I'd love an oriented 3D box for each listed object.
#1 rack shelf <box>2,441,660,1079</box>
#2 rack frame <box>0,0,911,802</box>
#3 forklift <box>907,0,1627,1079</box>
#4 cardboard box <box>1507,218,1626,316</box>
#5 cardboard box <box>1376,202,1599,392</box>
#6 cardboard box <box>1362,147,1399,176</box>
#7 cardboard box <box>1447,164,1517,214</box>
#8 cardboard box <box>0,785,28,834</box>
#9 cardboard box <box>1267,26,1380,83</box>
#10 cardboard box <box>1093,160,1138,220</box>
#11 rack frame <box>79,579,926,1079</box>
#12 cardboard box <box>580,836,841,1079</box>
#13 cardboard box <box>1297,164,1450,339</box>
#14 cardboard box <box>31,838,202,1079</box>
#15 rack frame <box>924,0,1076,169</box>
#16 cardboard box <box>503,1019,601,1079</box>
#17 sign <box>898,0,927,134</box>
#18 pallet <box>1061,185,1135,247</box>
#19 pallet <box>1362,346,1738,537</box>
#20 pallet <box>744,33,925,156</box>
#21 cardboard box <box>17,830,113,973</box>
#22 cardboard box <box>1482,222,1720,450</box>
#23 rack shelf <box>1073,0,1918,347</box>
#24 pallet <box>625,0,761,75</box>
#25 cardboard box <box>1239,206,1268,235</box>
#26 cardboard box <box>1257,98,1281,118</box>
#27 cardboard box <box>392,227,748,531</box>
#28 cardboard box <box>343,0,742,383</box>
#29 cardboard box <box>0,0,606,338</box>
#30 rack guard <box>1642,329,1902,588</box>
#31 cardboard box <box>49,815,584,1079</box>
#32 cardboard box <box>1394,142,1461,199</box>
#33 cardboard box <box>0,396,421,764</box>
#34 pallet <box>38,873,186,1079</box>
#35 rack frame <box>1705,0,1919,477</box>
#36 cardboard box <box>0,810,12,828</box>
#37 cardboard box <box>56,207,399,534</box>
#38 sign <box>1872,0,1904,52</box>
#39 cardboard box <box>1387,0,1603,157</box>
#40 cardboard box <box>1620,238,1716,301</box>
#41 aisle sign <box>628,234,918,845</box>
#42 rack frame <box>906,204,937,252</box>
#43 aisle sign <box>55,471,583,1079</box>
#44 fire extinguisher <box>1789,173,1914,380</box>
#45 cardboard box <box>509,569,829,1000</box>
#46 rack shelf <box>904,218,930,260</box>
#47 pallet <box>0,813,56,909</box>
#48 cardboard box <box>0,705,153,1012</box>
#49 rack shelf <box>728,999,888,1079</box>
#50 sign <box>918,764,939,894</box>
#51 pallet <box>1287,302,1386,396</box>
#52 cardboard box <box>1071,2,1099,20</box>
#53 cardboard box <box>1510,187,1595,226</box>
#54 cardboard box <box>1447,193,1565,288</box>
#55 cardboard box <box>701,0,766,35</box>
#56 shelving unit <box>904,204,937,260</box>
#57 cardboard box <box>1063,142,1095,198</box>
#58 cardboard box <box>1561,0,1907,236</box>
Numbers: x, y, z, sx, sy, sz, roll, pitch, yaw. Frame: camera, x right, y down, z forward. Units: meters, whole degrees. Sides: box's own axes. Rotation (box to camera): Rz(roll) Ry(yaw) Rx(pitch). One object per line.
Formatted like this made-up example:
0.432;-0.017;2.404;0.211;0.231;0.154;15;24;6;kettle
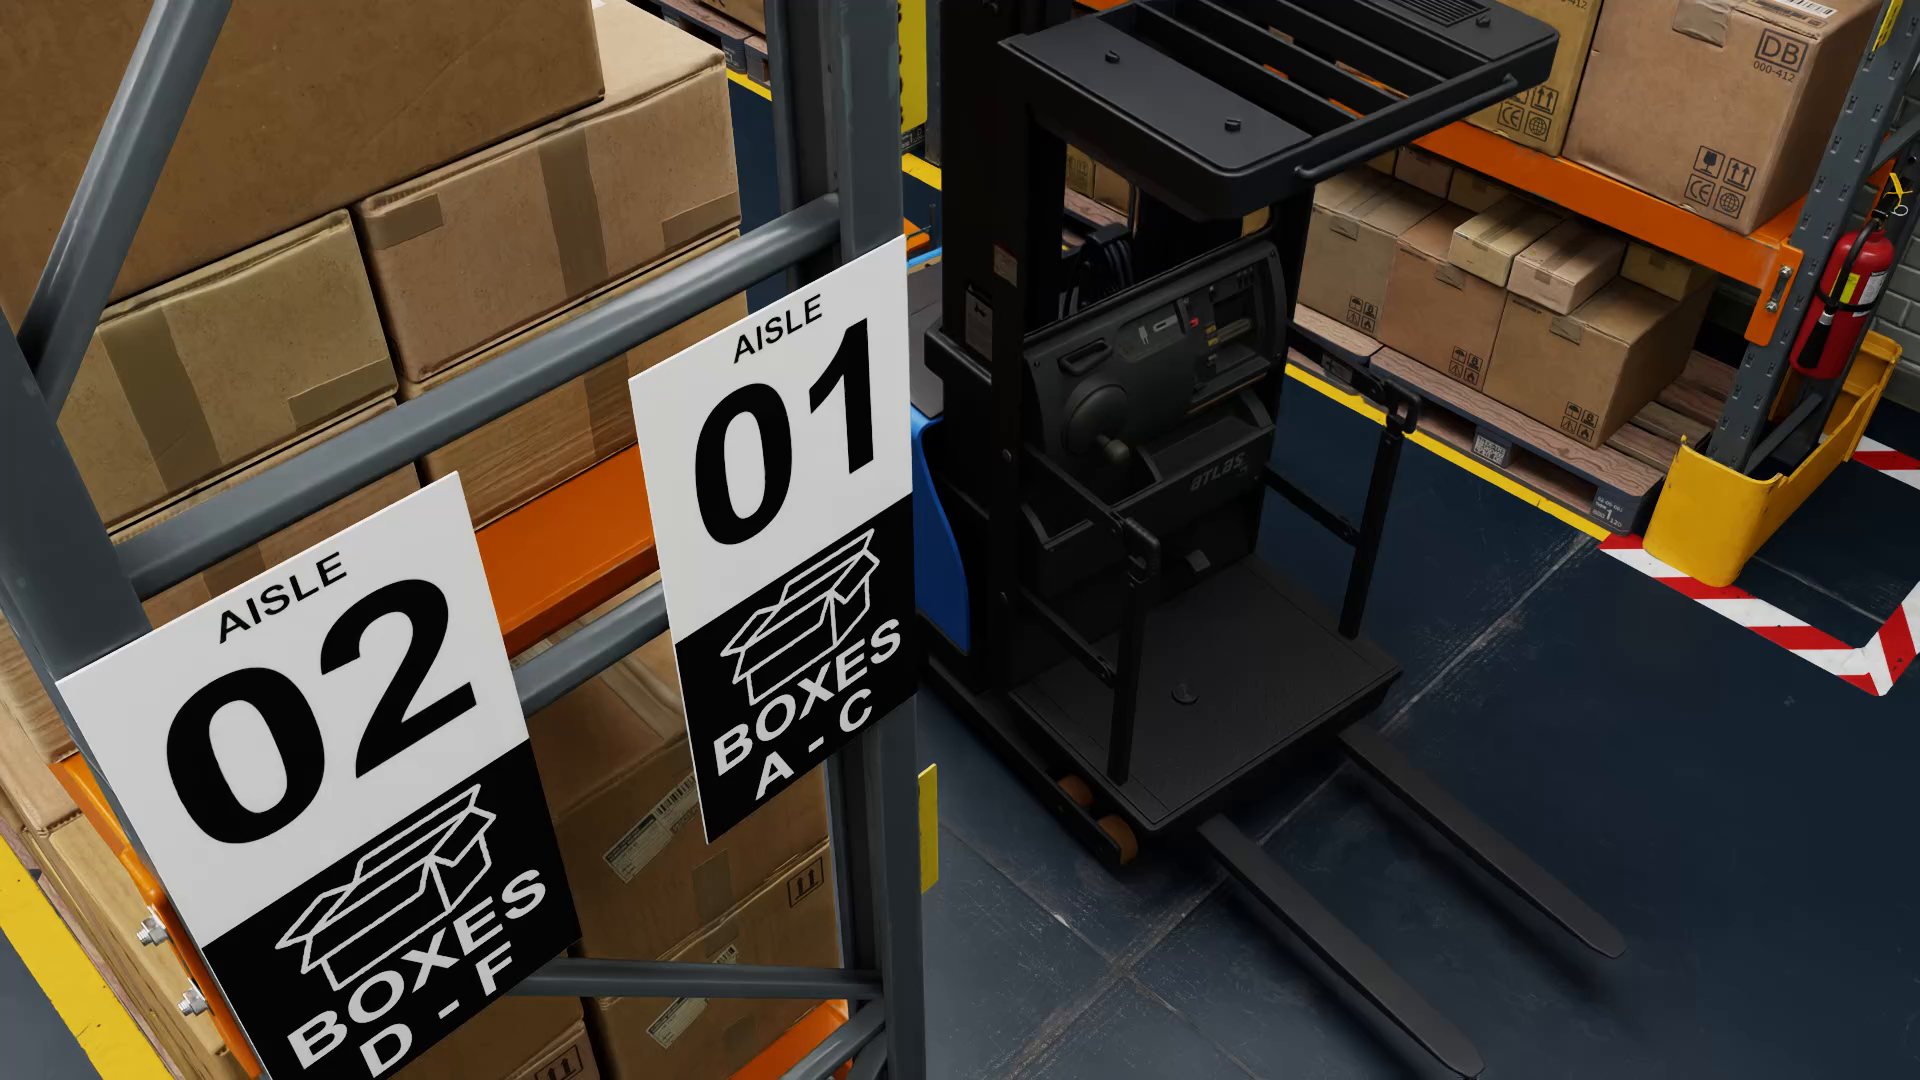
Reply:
-1.872;-0.706;3.124;1.077;0.370;4.000;-34;53;-31;rack shelf
-0.460;-1.111;0.822;1.000;3.000;0.127;-34;53;-31;rack frame
0.701;-0.447;4.574;1.130;2.935;3.031;-27;49;-26;forklift
2.260;-1.021;6.199;0.250;0.149;0.380;34;52;31;cardboard box
2.126;-1.049;6.707;0.500;0.500;0.700;34;53;31;cardboard box
1.813;-1.691;6.924;0.380;0.149;0.250;-34;52;-31;cardboard box
2.175;-1.446;6.659;0.380;0.149;0.250;-34;52;-31;cardboard box
-1.695;0.117;3.103;0.500;0.500;0.500;-33;52;-30;cardboard box
1.624;-2.349;6.361;0.700;0.700;0.980;32;51;30;cardboard box
1.028;-1.790;7.510;0.500;0.500;0.700;34;52;31;cardboard box
-0.460;1.092;2.858;1.000;3.000;0.127;-34;53;-31;rack frame
-0.586;0.716;3.191;0.500;0.500;0.500;-33;52;-30;cardboard box
1.771;-1.290;6.968;0.500;0.500;0.700;32;52;30;cardboard box
-1.337;0.723;3.183;0.500;0.500;0.500;-34;52;-31;cardboard box
0.220;-3.206;7.509;1.000;3.000;0.127;-34;53;-31;rack frame
-0.969;0.971;2.915;0.500;0.500;0.500;-32;52;-30;cardboard box
-0.076;-0.591;1.825;0.100;0.325;0.005;-34;53;-31;sign
0.702;-1.779;8.019;1.003;0.211;1.213;-34;53;-31;pallet
2.425;-0.606;6.751;1.003;0.211;1.213;-34;53;-31;pallet
-0.378;-2.516;8.817;1.003;0.211;1.213;-34;53;-31;pallet
-1.686;0.481;3.446;0.500;0.500;0.500;-34;52;-31;cardboard box
2.480;-0.808;6.447;0.700;0.500;0.500;-34;53;-31;cardboard box
1.633;-1.980;6.713;1.077;0.370;4.000;-34;53;-31;rack shelf
-1.244;-3.102;9.452;1.003;0.211;1.213;-34;53;-31;pallet
1.389;-1.543;7.242;0.700;0.500;0.500;-33;52;-30;cardboard box
1.157;-1.769;7.009;0.250;0.149;0.380;33;52;30;cardboard box
-0.642;-0.323;2.290;0.500;0.250;0.500;-34;53;-31;cardboard box
-0.638;-0.509;2.123;0.500;0.250;0.500;-34;53;-31;cardboard box
-0.834;-0.652;1.725;0.700;0.500;0.500;-34;53;-31;cardboard box
3.062;-0.354;6.265;1.175;0.500;0.348;-34;53;-31;rack guard
-0.969;0.606;2.573;0.500;0.500;0.500;34;52;31;cardboard box
1.995;-1.568;6.791;0.380;0.149;0.250;-33;52;-31;cardboard box
-1.009;-0.075;2.021;0.500;0.250;0.500;-34;53;-31;cardboard box
-1.934;1.111;4.892;1.003;0.211;1.213;-34;53;-31;pallet
3.045;-1.284;5.429;1.000;3.000;0.127;-34;53;-31;rack frame
-2.042;0.239;3.708;0.500;0.500;0.500;33;52;31;cardboard box
-1.003;-0.263;1.856;0.500;0.250;0.500;-34;53;-31;cardboard box
2.651;-1.543;4.681;0.100;0.325;0.005;-34;53;-31;sign
2.156;-1.978;5.960;0.700;0.700;0.980;34;52;31;cardboard box
2.710;-1.082;6.265;0.380;0.149;0.250;-34;52;-31;cardboard box
-0.204;0.030;2.092;0.394;0.787;0.004;-34;53;-31;aisle sign
-0.181;-0.666;6.086;0.240;1.200;0.015;-27;49;-26;rack frame
-0.628;0.317;1.781;0.394;0.787;0.004;-34;53;-31;aisle sign
2.825;-0.825;5.264;0.296;0.674;0.183;-34;53;-31;fire extinguisher
-0.586;0.349;2.852;0.500;0.500;0.500;-32;52;-30;cardboard box
-0.328;-1.086;5.962;0.258;0.148;0.480;-27;49;-26;rack shelf
-2.800;0.525;5.527;1.003;0.211;1.213;-34;53;-31;pallet
-1.326;0.364;2.836;0.500;0.500;0.500;-33;52;-30;cardboard box
-1.872;0.396;4.142;1.077;0.370;4.000;-34;53;-31;rack shelf
-0.076;0.514;2.845;0.100;0.325;0.005;-34;53;-31;sign
1.568;-1.192;7.385;1.003;0.211;1.213;-34;53;-31;pallet
0.714;-2.436;7.731;0.250;0.149;0.380;34;52;31;cardboard box
2.351;-1.325;6.528;0.380;0.149;0.250;-34;52;-31;cardboard box
2.079;-1.143;6.332;0.380;0.149;0.250;-33;52;-30;cardboard box
-0.961;-3.246;8.827;0.750;0.750;0.750;-32;52;-30;cardboard box
-0.328;-0.798;6.229;0.258;1.200;0.503;-27;49;-26;shelving unit
0.676;-2.033;7.773;0.700;0.500;0.500;-33;52;-31;cardboard box
2.678;-1.634;5.587;0.980;0.700;0.700;-32;51;-30;cardboard box
